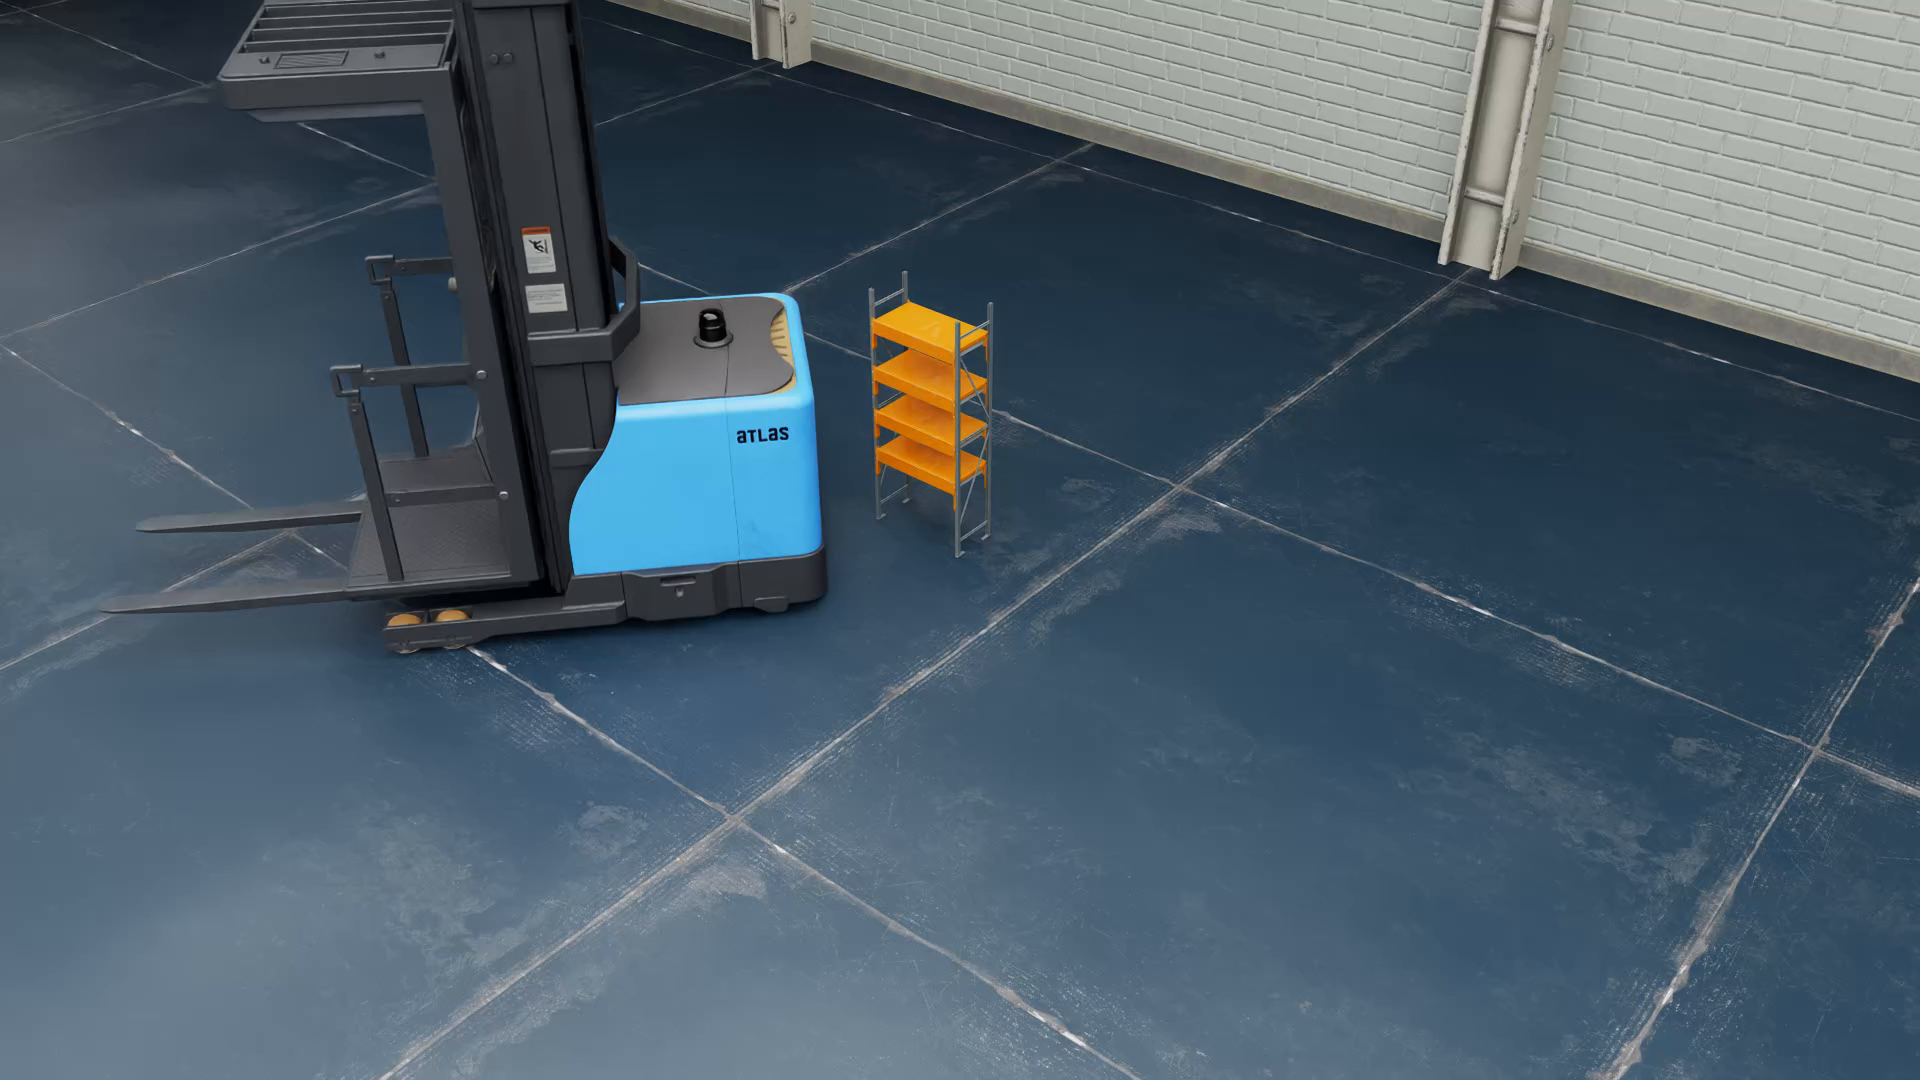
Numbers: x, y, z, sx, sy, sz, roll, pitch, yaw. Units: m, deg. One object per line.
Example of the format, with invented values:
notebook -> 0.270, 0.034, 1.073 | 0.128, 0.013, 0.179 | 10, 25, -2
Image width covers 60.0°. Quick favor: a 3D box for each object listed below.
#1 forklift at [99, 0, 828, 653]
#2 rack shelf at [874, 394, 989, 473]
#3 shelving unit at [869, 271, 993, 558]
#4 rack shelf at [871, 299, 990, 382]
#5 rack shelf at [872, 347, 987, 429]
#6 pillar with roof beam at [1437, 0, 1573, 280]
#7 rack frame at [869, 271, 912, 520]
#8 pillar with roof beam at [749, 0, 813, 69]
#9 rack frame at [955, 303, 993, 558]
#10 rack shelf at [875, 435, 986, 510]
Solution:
forklift -> -2.146, -1.050, 6.689 | 3.031, 2.935, 1.130 | -5, 35, -7
rack shelf -> -0.127, -0.499, 7.536 | 0.480, 0.148, 0.258 | 25, 42, 32
shelving unit -> -0.127, -0.555, 7.498 | 0.503, 1.200, 0.258 | 25, 42, 32
rack shelf -> -0.127, -0.878, 7.275 | 0.480, 0.148, 0.258 | 25, 42, 32
rack shelf -> -0.127, -0.683, 7.409 | 0.480, 0.148, 0.258 | 25, 42, 32
pillar with roof beam -> 0.433, -3.540, 4.956 | 0.400, 9.000, 9.100 | 25, 42, 32
rack frame -> -0.315, -0.643, 7.626 | 0.015, 1.200, 0.240 | 25, 42, 32
pillar with roof beam -> -4.178, -5.714, 8.121 | 0.400, 9.000, 9.100 | 25, 42, 32
rack frame -> 0.060, -0.466, 7.369 | 0.015, 1.200, 0.240 | 25, 42, 32
rack shelf -> -0.127, -0.335, 7.648 | 0.480, 0.148, 0.258 | 25, 42, 32
